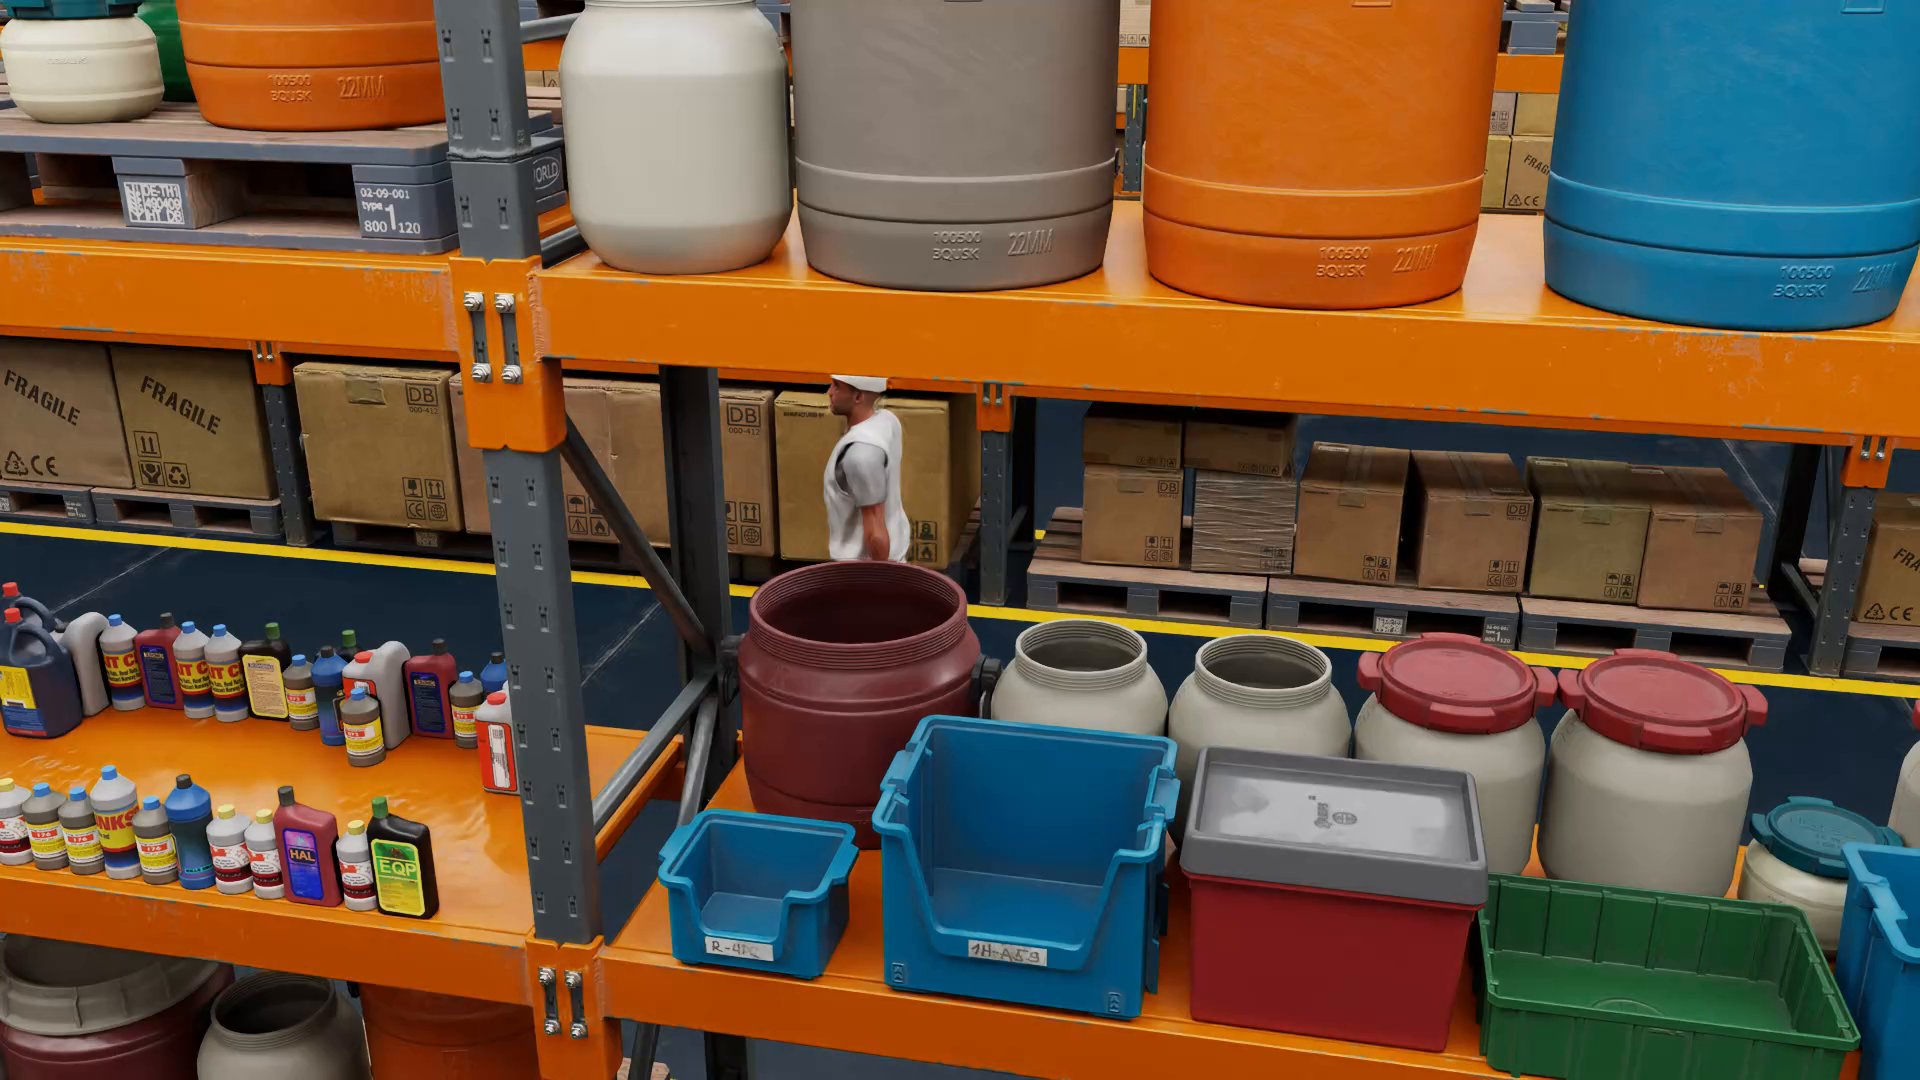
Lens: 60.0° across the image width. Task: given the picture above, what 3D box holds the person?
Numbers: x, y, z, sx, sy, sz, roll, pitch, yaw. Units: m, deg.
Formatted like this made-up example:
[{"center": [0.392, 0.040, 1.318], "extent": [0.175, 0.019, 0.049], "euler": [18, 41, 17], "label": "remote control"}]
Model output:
[{"center": [-0.368, 0.059, 6.924], "extent": [1.071, 1.748, 0.519], "euler": [5, 22, 13], "label": "person"}]
